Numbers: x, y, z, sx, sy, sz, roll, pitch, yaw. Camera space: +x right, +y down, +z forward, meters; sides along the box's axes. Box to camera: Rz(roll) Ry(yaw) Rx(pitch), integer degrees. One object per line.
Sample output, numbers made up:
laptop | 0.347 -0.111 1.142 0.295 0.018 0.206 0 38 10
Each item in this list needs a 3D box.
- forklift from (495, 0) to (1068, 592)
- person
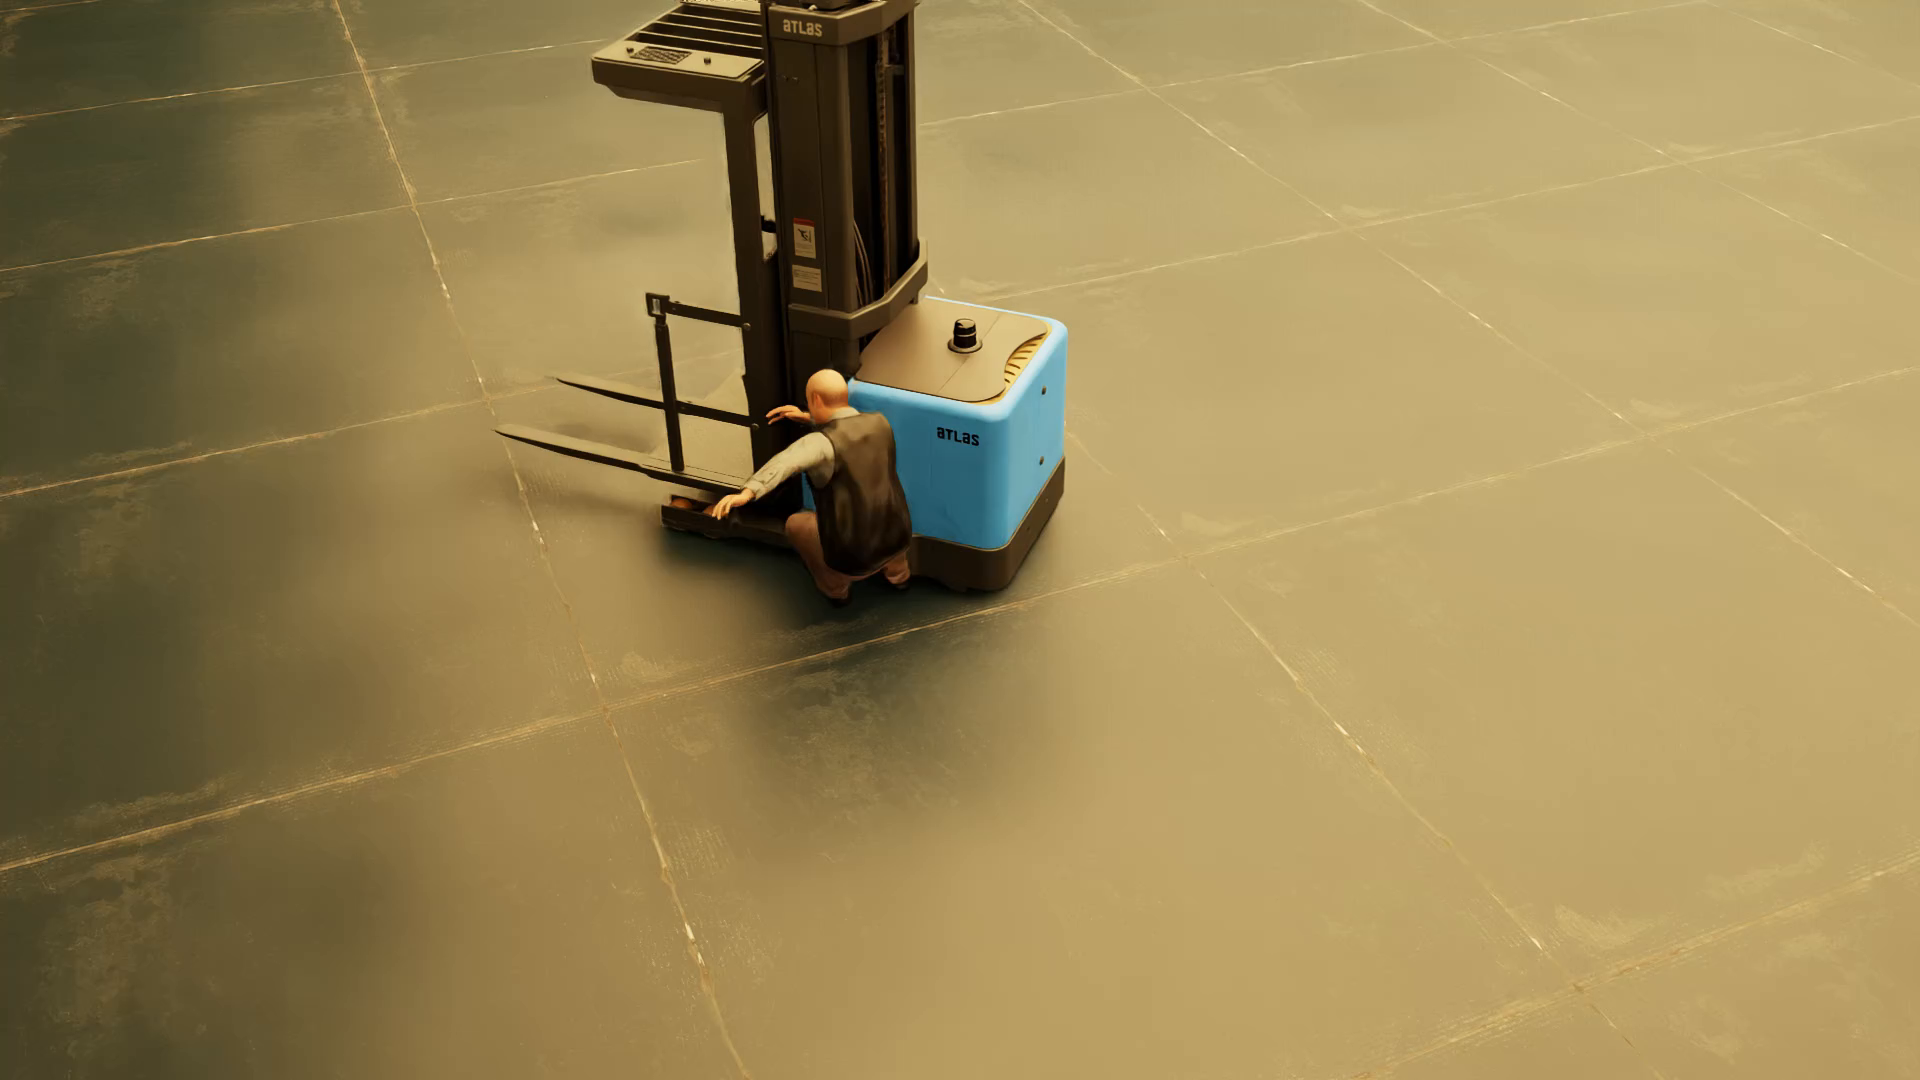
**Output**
forklift | -1.016 -1.473 8.170 3.031 2.935 1.130 13 37 17
person | -0.646 -0.062 7.550 1.376 1.383 0.733 -27 44 -33
